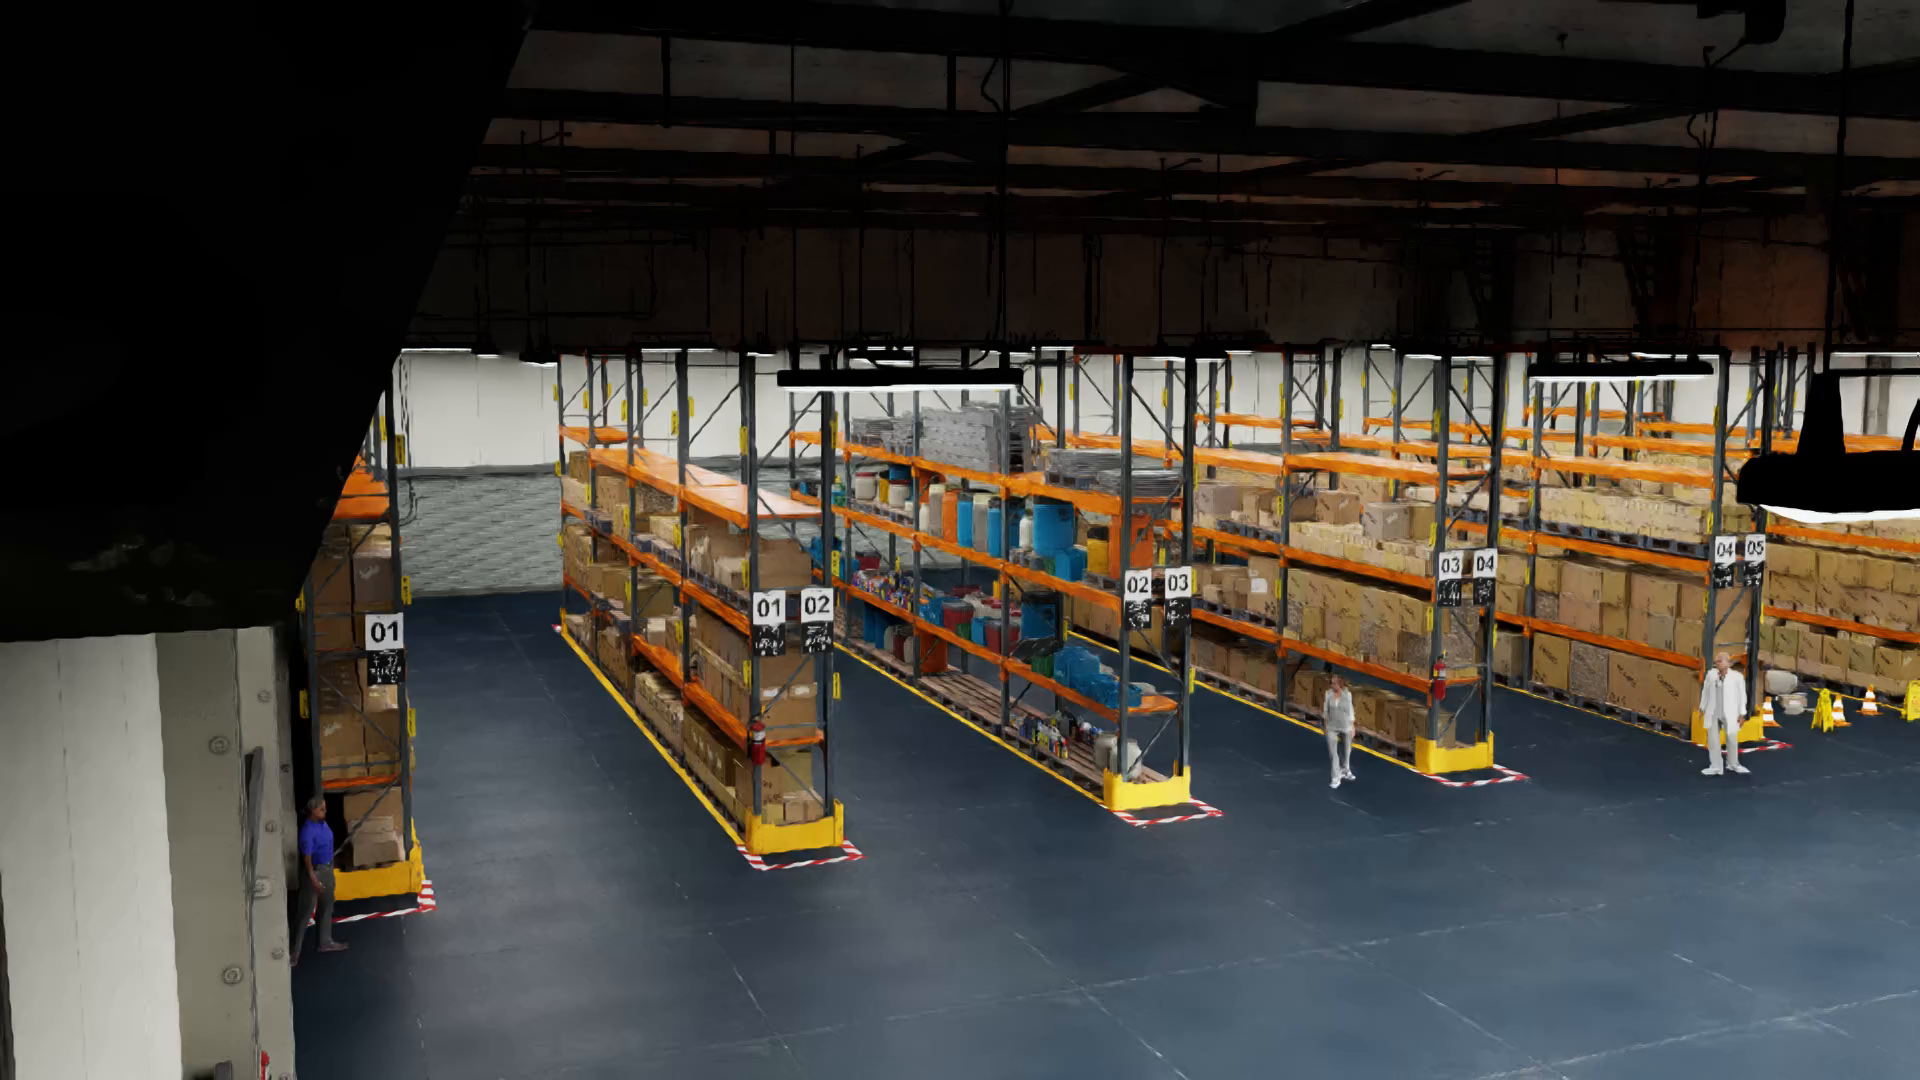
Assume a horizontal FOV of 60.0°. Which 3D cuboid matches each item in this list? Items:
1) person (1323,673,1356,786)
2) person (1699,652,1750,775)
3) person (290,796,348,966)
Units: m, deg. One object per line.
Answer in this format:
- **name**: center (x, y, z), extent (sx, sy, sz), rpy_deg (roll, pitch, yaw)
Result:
- **person**: center (5.296, 2.616, 23.182), extent (0.468, 1.586, 0.509), rpy_deg (2, 8, 17)
- **person**: center (10.887, 2.460, 23.678), extent (0.690, 1.770, 0.586), rpy_deg (6, 10, 42)
- **person**: center (-6.524, 3.401, 16.709), extent (0.430, 1.659, 0.649), rpy_deg (1, 7, 9)
